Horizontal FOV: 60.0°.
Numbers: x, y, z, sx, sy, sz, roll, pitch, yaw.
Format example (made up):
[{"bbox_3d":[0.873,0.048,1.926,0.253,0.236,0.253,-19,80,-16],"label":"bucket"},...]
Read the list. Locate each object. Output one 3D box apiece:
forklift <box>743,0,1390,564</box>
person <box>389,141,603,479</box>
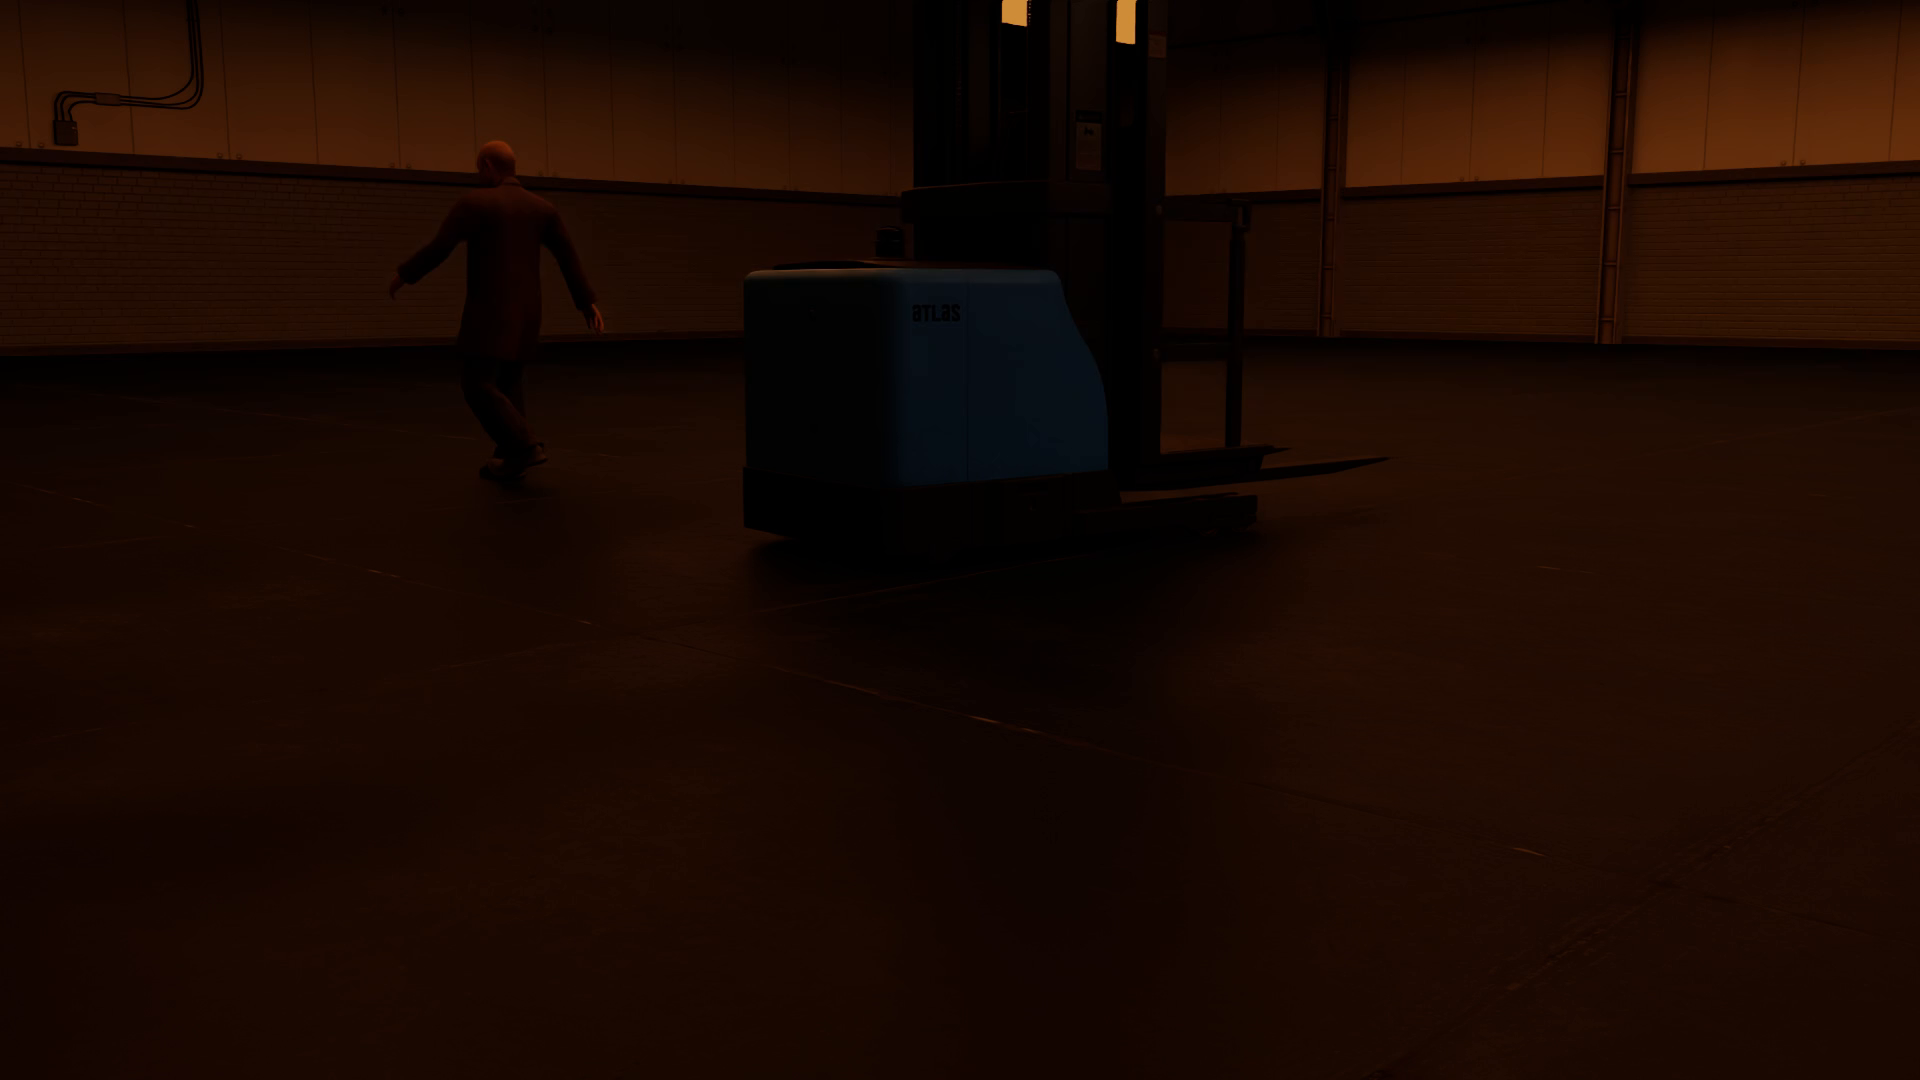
[{"bbox_3d":[0.616,-1.515,6.934,3.031,2.935,1.130,-7,11,-37],"label":"forklift"},{"bbox_3d":[-2.357,-1.172,8.634,0.781,1.761,0.948,6,11,36],"label":"person"}]
